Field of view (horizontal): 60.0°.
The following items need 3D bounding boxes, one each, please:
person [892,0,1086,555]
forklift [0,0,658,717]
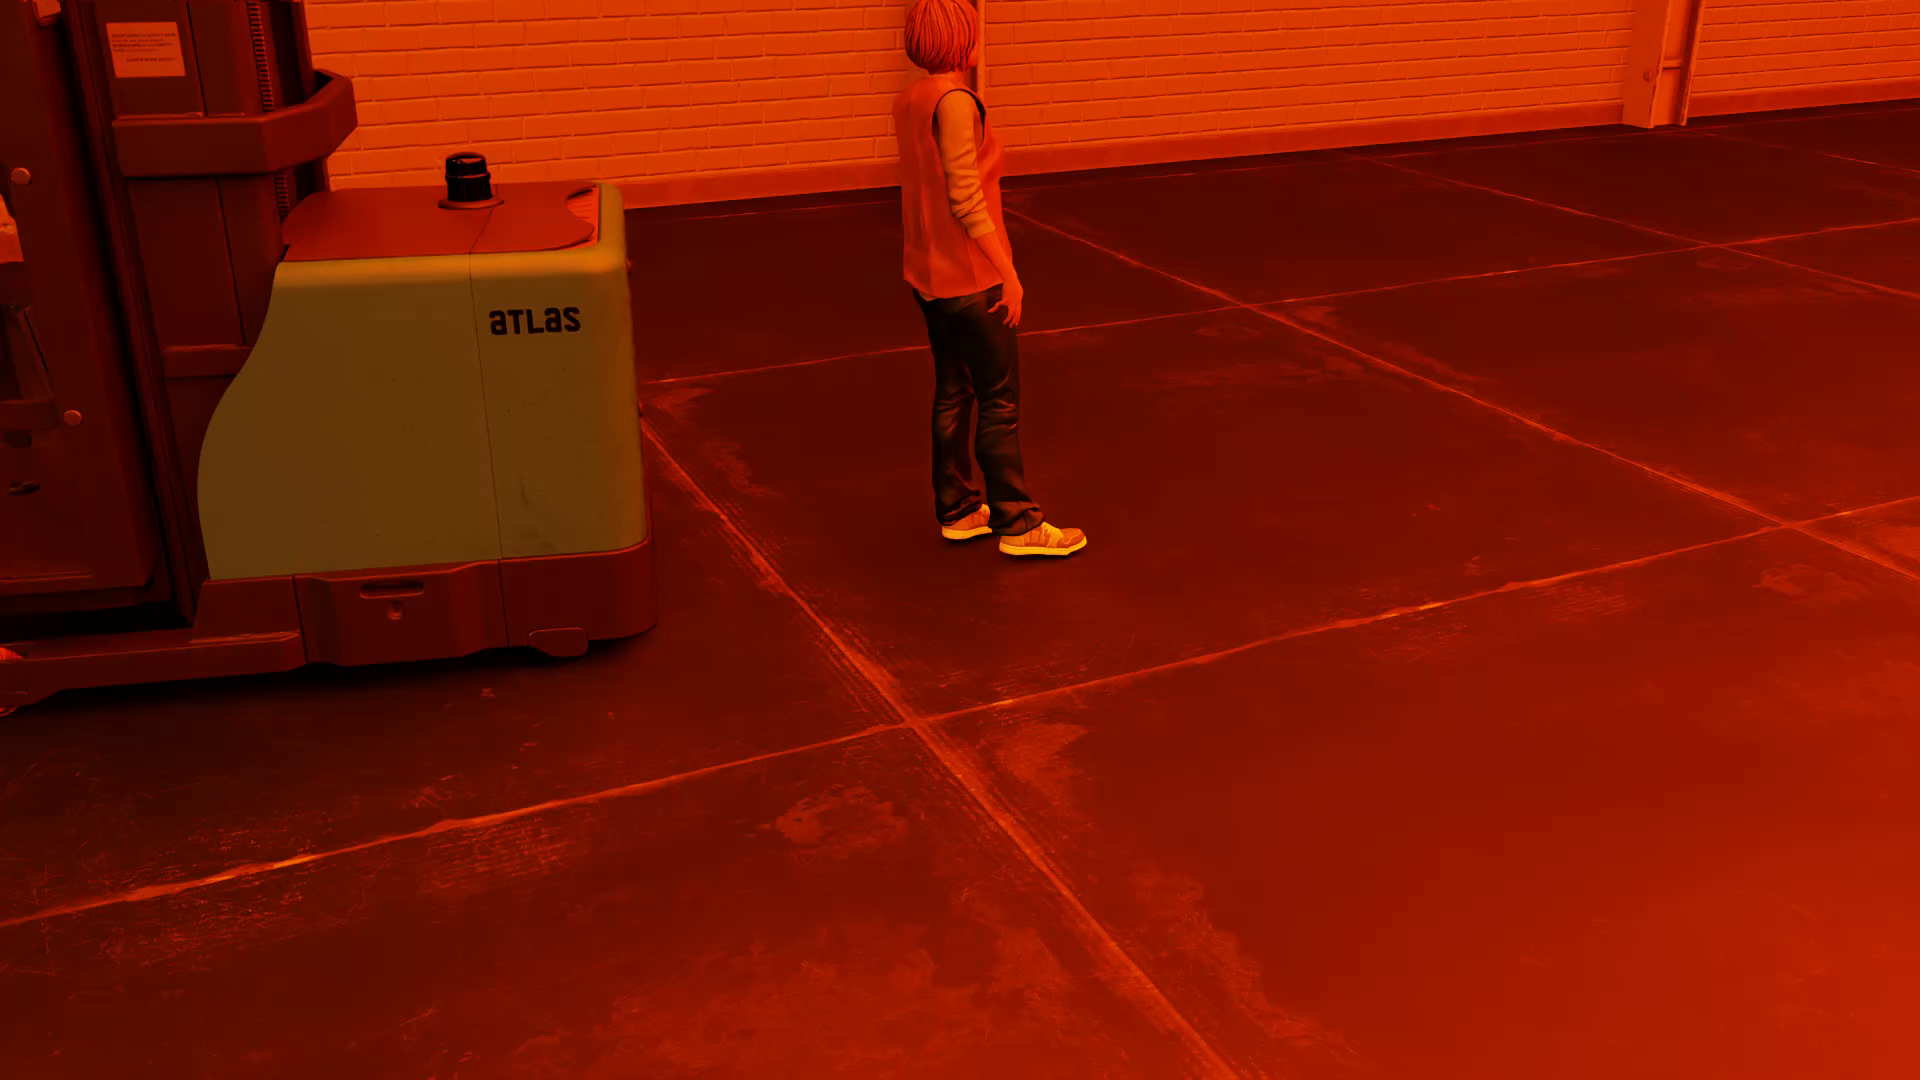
[{"bbox_3d":[0.073,-0.751,4.814,0.476,1.597,0.520,-10,25,-23],"label":"person"},{"bbox_3d":[-2.371,-1.126,3.997,3.031,2.935,1.130,-4,23,-10],"label":"forklift"}]
